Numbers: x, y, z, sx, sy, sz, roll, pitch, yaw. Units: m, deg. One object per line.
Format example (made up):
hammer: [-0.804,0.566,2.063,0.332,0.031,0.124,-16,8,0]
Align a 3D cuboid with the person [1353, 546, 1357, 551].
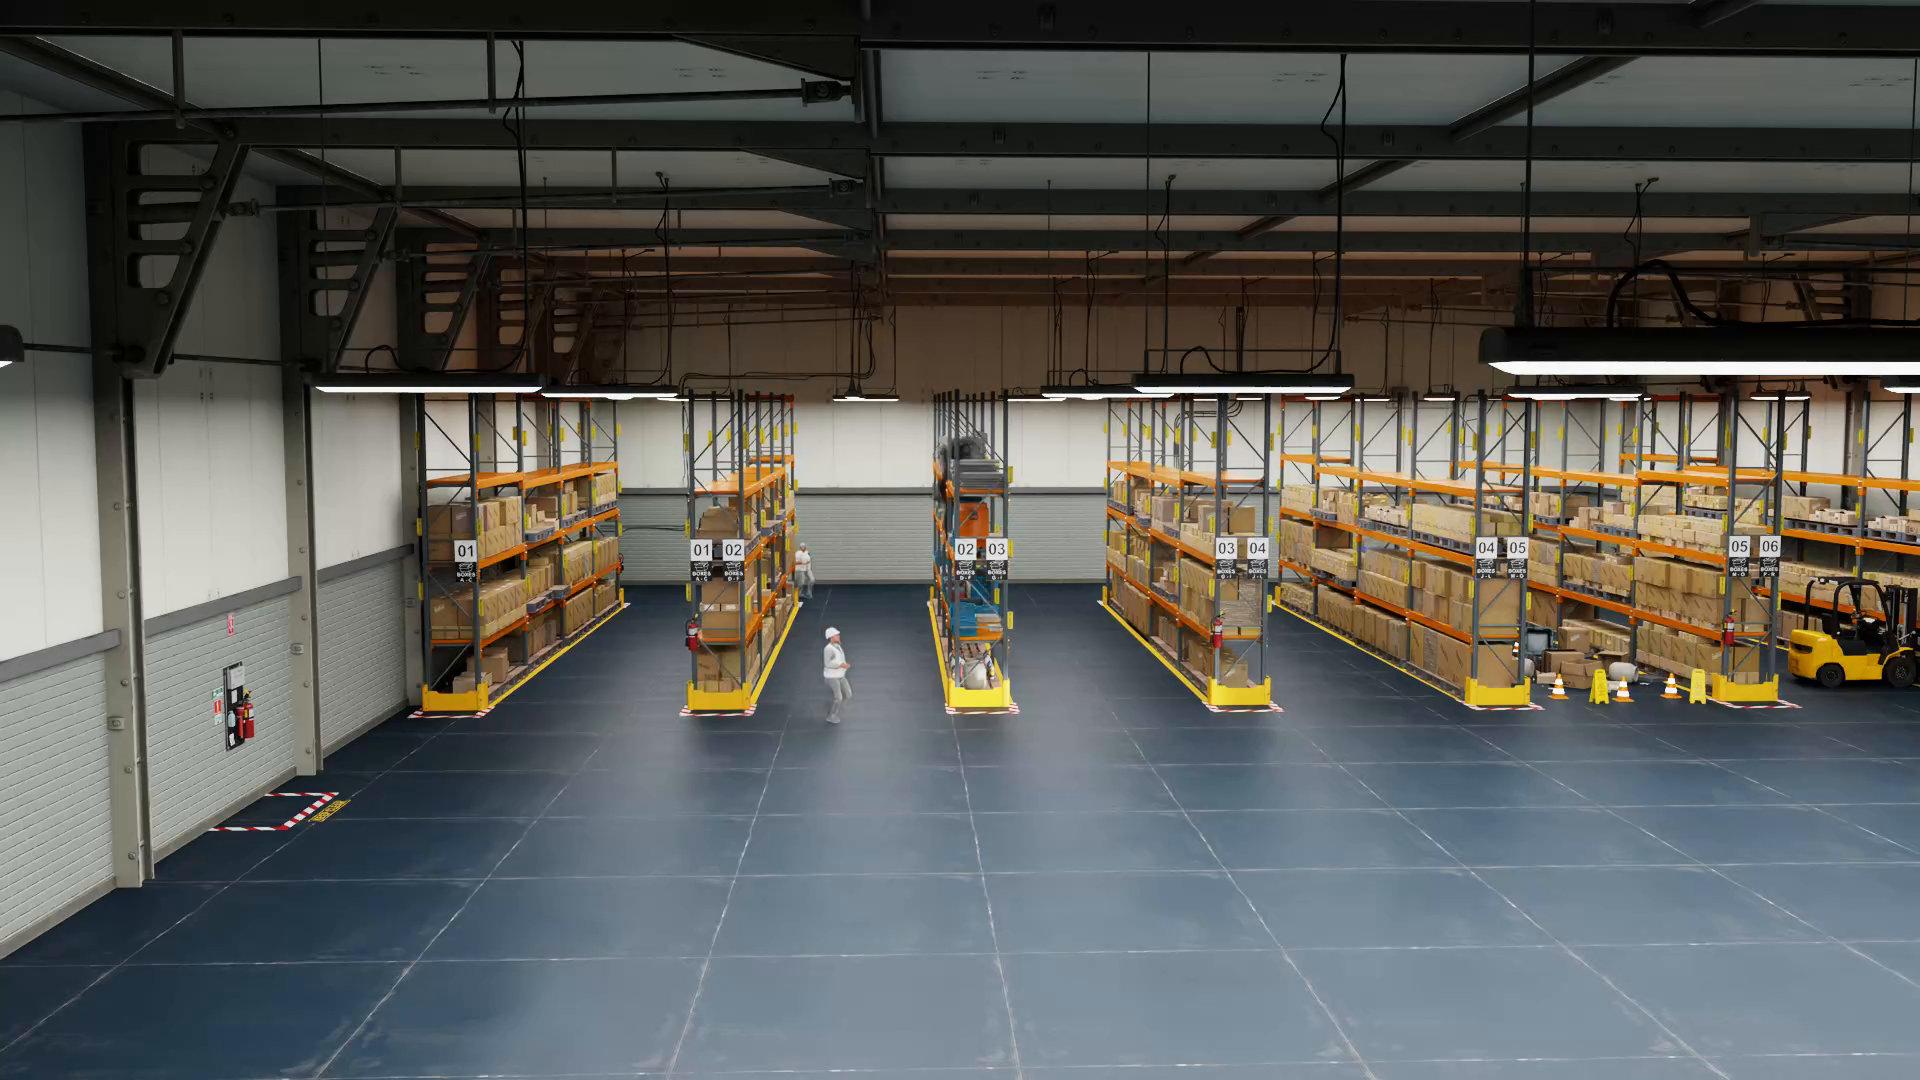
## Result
person: [11.921,0.749,50.642,0.901,1.674,0.568,-3,6,-35]

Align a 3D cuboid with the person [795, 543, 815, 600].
person: [-4.621,0.920,48.952,0.600,1.705,0.688,-4,6,-37]

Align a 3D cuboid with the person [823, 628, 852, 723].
person: [-2.195,2.431,29.774,0.572,1.729,0.637,2,5,19]
